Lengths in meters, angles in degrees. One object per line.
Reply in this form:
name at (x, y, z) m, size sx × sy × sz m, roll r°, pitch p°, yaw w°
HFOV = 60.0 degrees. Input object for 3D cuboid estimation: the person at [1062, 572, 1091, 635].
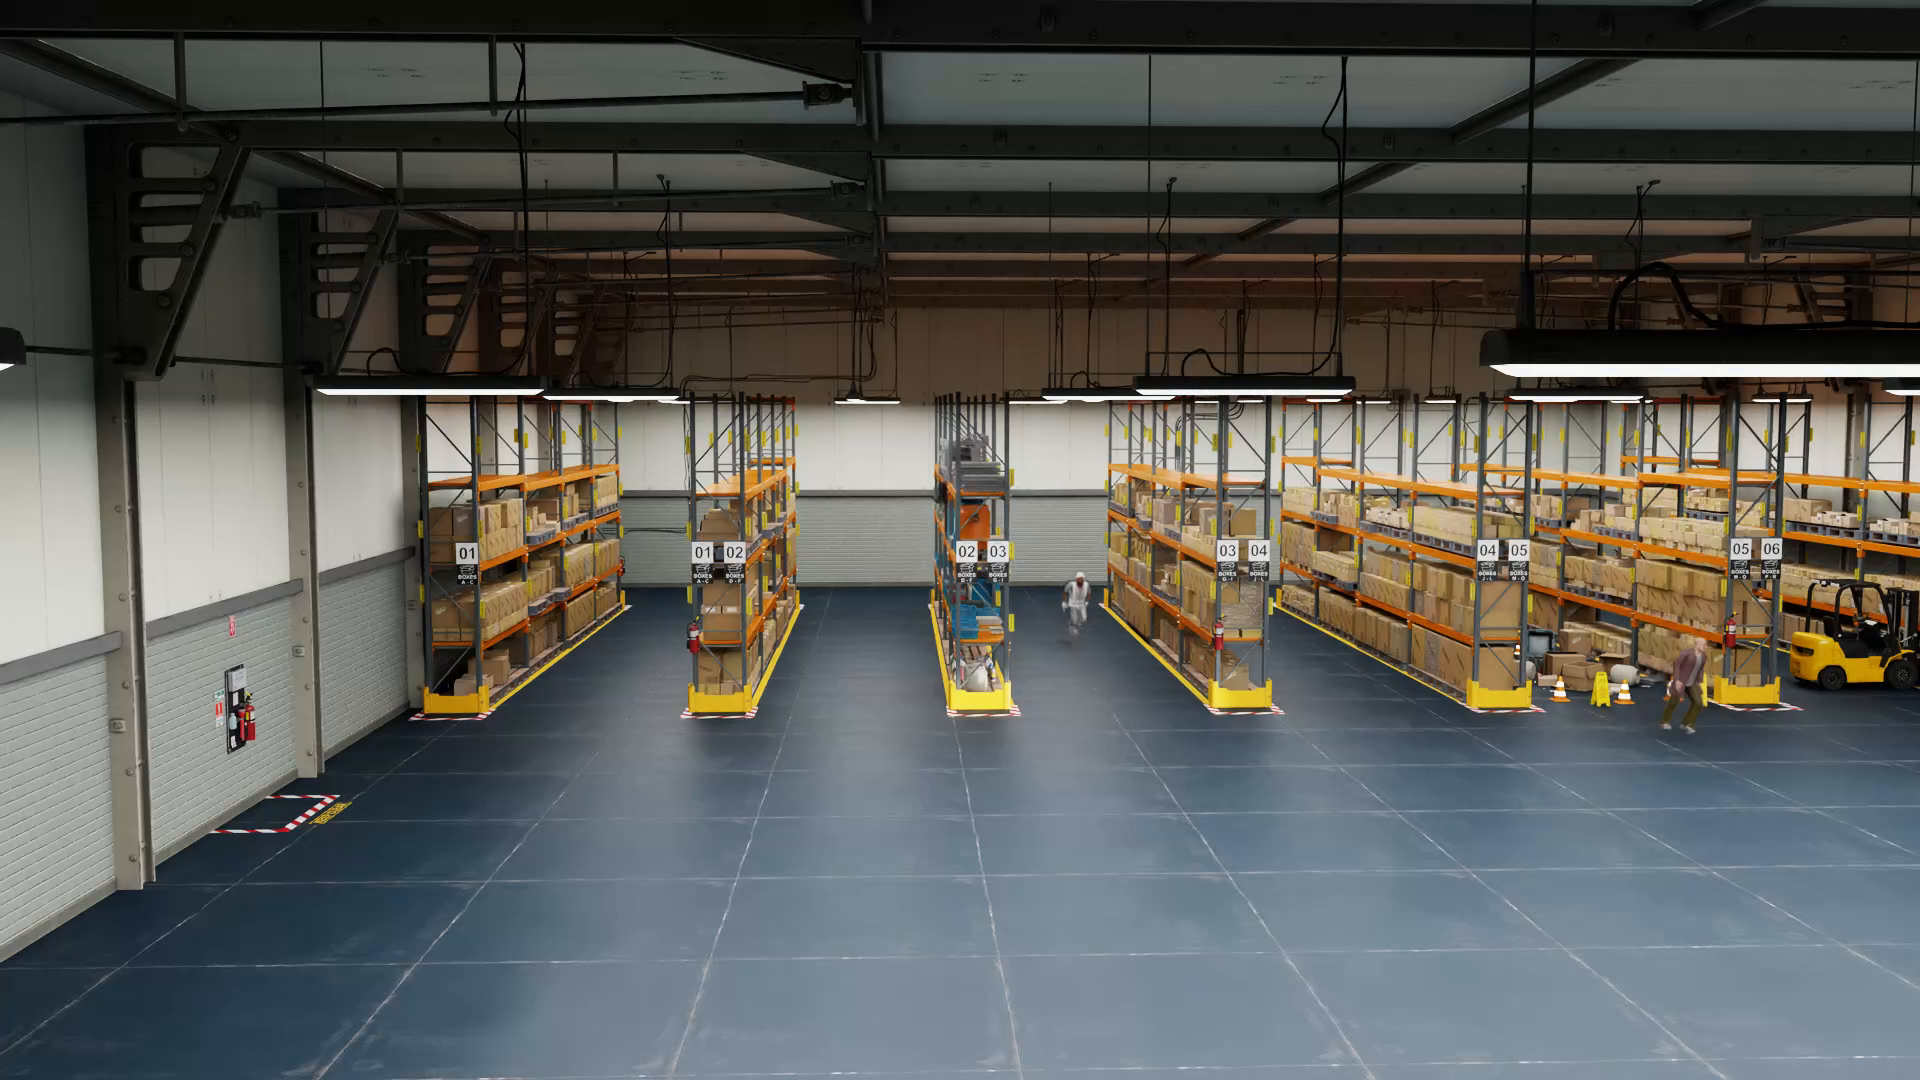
person at (2.809, 1.537, 39.940) m, size 0.674 × 1.574 × 0.721 m, roll -2°, pitch 5°, yaw -19°

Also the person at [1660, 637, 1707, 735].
person at (12.784, 2.533, 29.318) m, size 0.693 × 1.713 × 0.678 m, roll -1°, pitch 5°, yaw -17°

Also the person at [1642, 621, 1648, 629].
person at (17.115, 1.568, 41.041) m, size 0.670 × 1.746 × 0.902 m, roll -1°, pitch 5°, yaw -18°

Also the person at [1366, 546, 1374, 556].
person at (12.123, 0.963, 49.192) m, size 0.887 × 1.592 × 0.541 m, roll -1°, pitch 5°, yaw -10°
